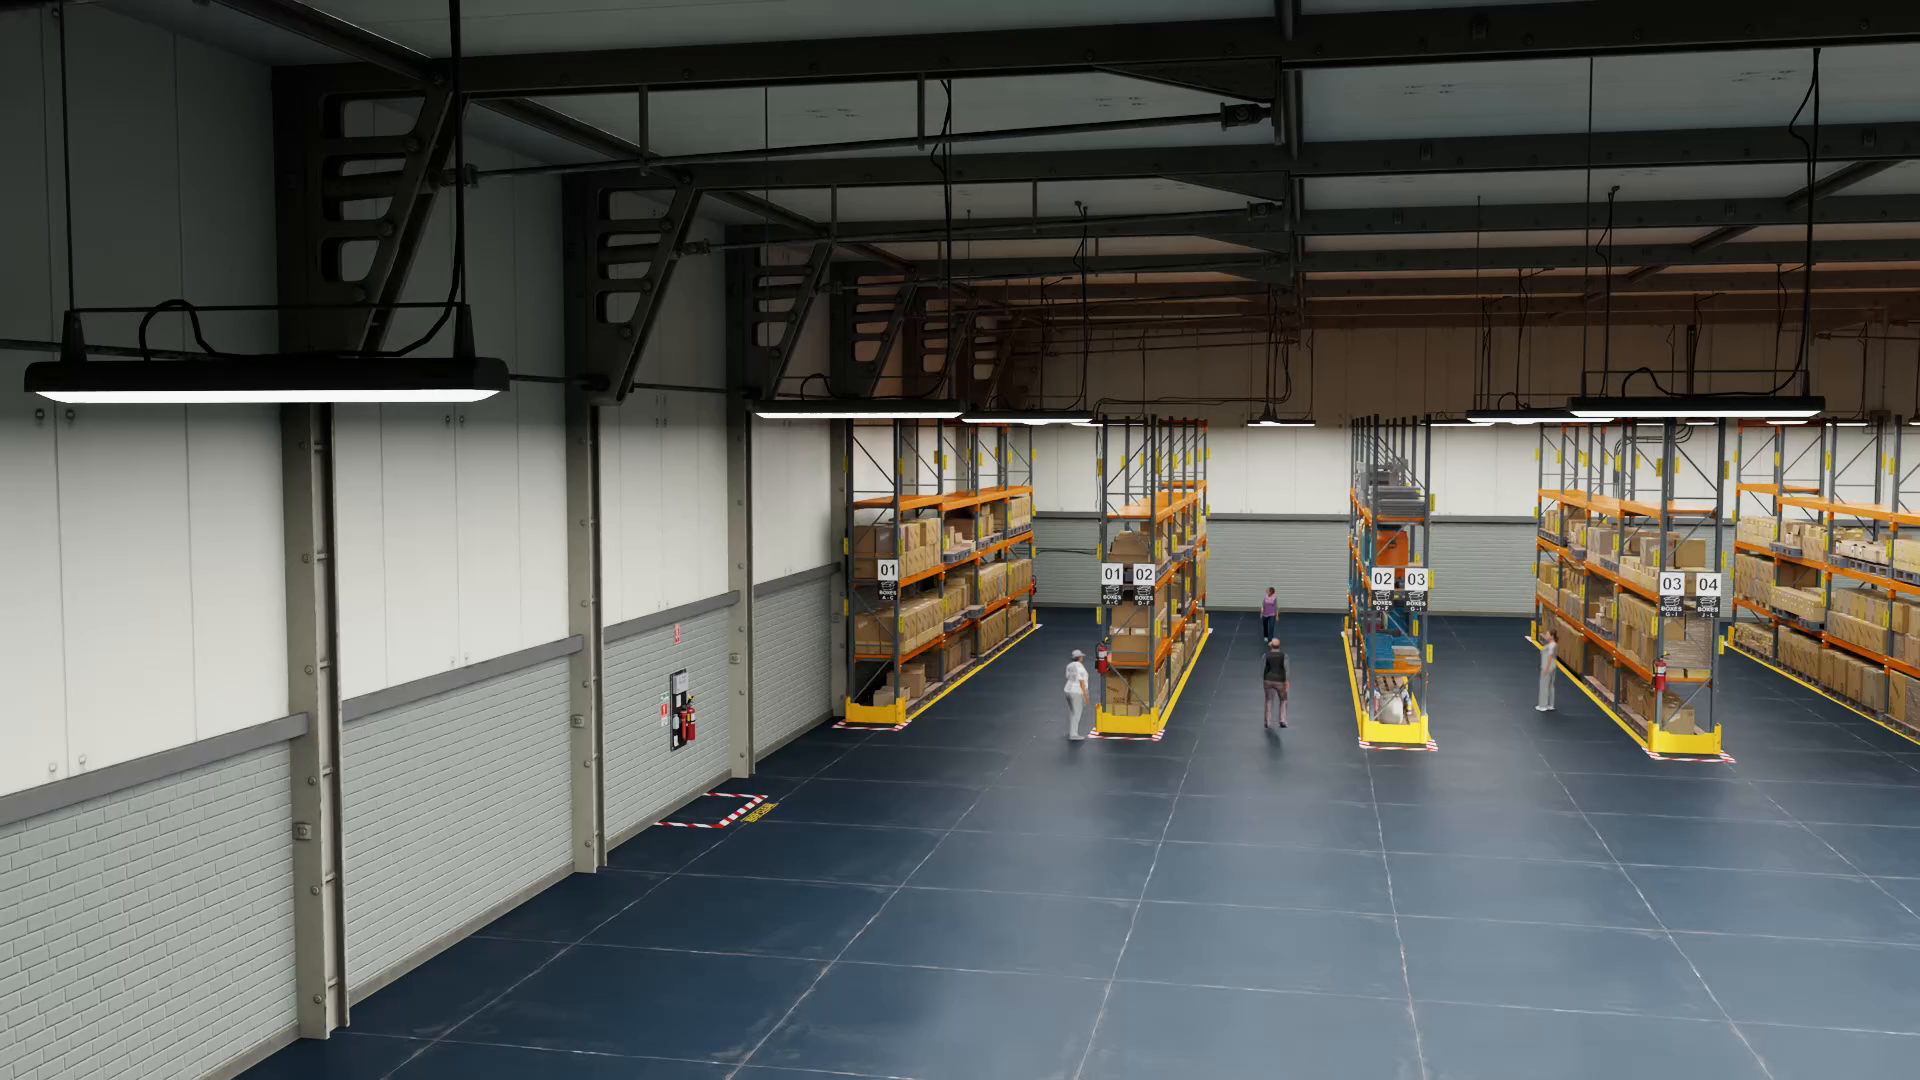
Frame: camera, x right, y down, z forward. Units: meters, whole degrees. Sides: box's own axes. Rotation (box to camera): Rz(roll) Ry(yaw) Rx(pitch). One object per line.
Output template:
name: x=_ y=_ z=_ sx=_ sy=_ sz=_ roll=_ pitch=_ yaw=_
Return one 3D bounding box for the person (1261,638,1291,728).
person: x=6.056 y=2.772 z=31.831 sx=0.577 sy=1.793 sz=0.582 roll=3 pitch=5 yaw=34

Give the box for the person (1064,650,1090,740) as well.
person: x=2.171 y=2.879 z=30.712 sx=0.426 sy=1.701 sz=0.594 roll=-2 pitch=4 yaw=-23

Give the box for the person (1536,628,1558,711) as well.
person: x=11.957 y=2.639 z=33.854 sx=0.402 sy=1.684 sz=0.465 roll=3 pitch=5 yaw=36

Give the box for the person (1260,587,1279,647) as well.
person: x=8.191 y=2.006 z=44.039 sx=0.504 sy=1.554 sz=0.823 roll=1 pitch=4 yaw=9
